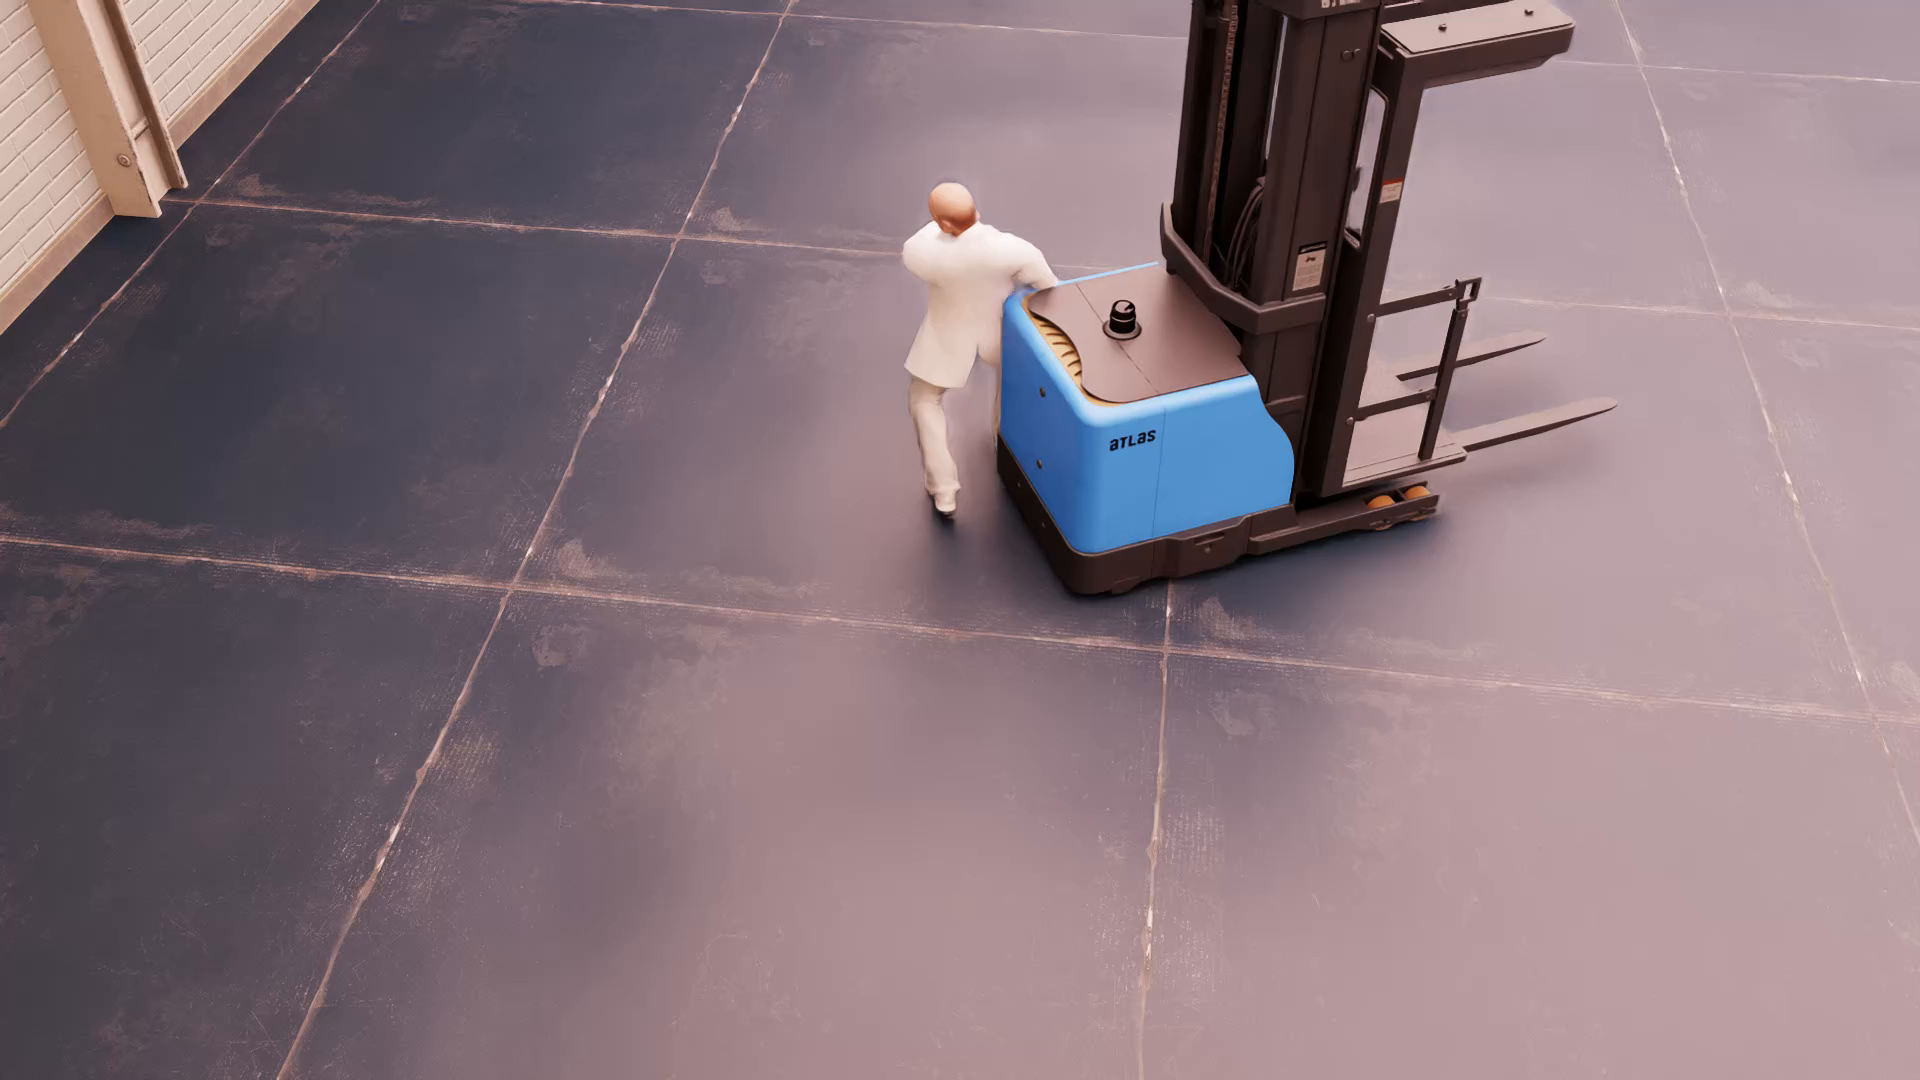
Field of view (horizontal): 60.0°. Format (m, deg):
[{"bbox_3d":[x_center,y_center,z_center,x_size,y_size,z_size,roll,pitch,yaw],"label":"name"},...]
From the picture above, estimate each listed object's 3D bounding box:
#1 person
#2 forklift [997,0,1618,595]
[{"bbox_3d":[0.128,-1.025,7.804,0.815,1.667,0.941,-9,43,-10],"label":"person"},{"bbox_3d":[1.752,-1.448,7.301,3.031,2.935,1.130,-14,44,-15],"label":"forklift"}]
